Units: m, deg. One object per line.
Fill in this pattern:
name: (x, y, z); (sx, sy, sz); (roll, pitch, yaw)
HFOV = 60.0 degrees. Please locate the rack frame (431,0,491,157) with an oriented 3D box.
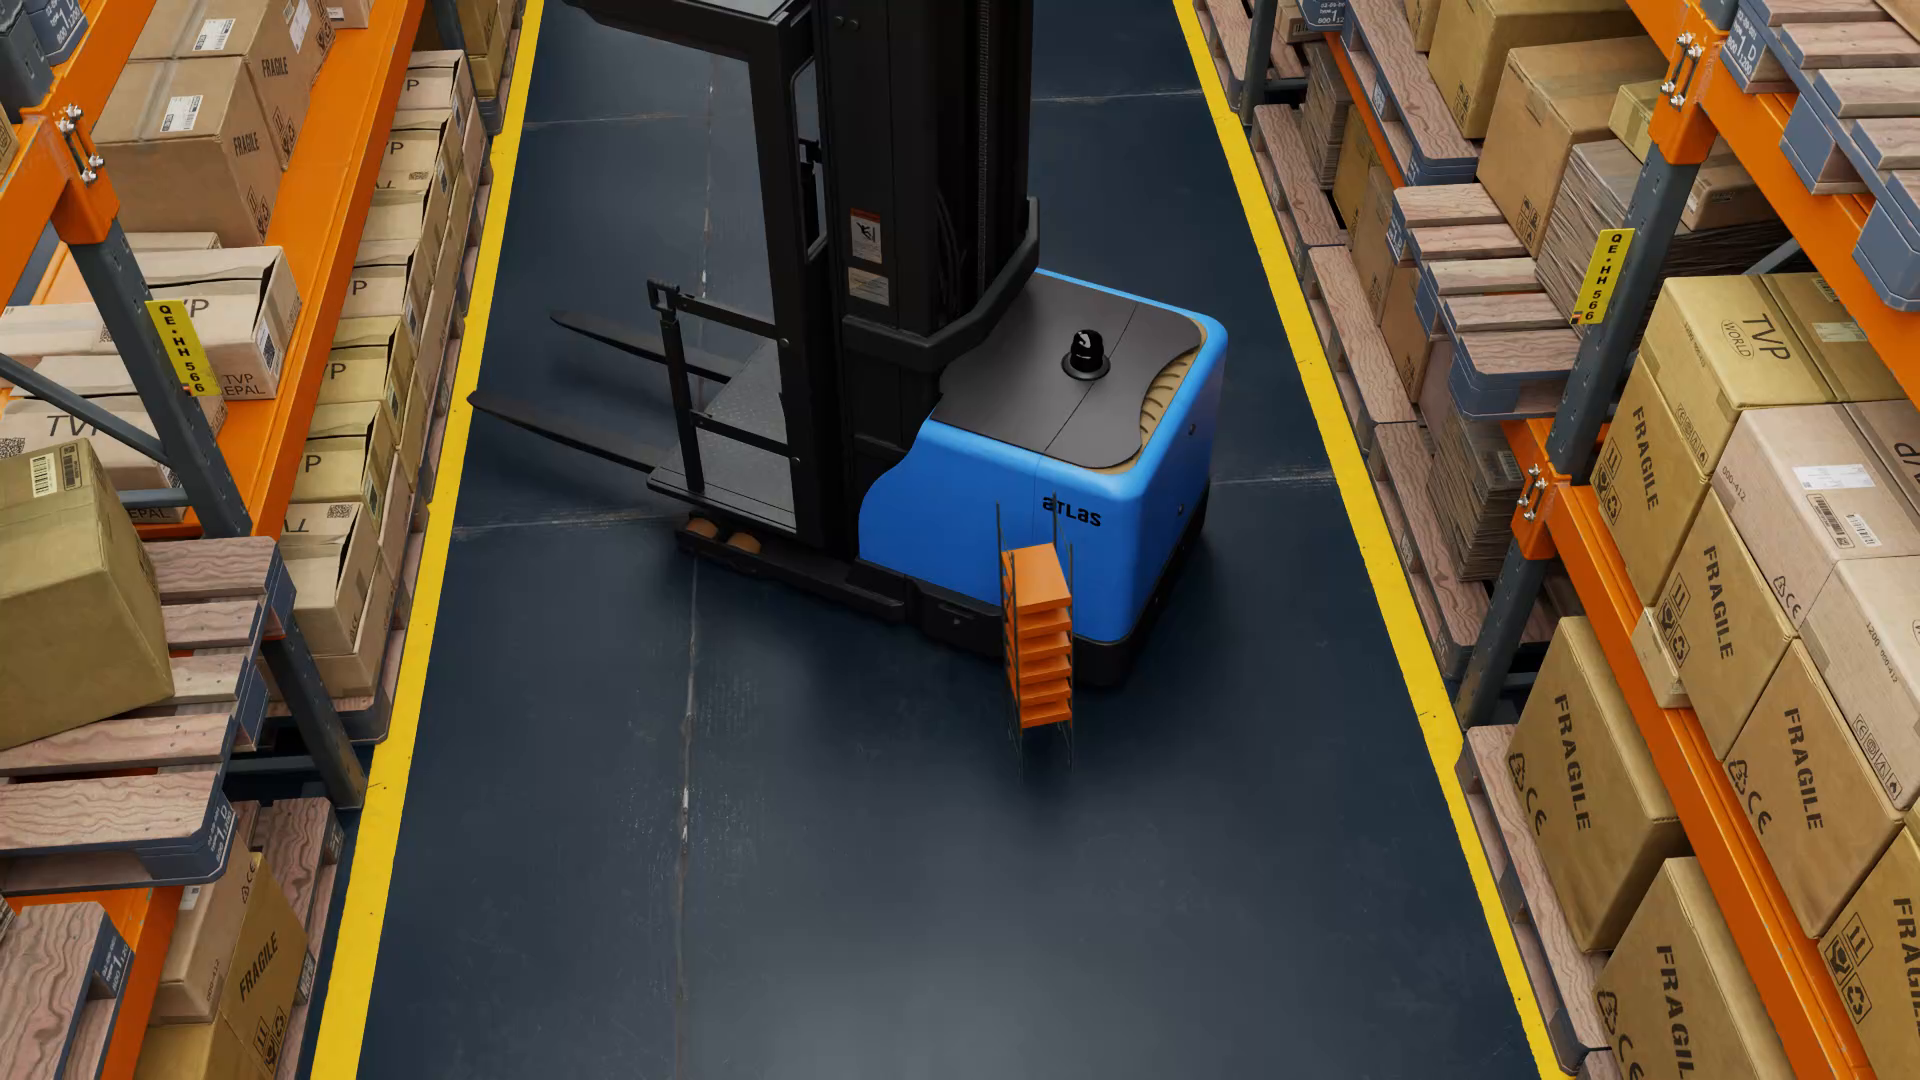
rack frame: (-2.940, -2.990, 7.516); (1.000, 3.000, 0.127); (-3, 47, -3)

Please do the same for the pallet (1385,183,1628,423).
pallet: (2.165, -0.843, 5.615); (1.213, 0.211, 1.003); (-3, 47, -3)

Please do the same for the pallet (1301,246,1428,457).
pallet: (2.168, -0.887, 7.445); (1.003, 0.211, 1.213); (-3, 47, -3)

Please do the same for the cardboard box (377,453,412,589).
cardboard box: (-2.399, -0.055, 6.341); (0.500, 0.250, 0.500); (-5, 47, -4)

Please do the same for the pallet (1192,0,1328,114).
pallet: (1.904, -2.819, 9.274); (1.003, 0.211, 1.213); (-3, 47, -3)

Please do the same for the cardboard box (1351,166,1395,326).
cardboard box: (2.170, -1.312, 7.345); (0.700, 0.500, 0.500); (-3, 47, -3)

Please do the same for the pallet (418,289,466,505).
pallet: (-2.734, -0.616, 7.188); (1.003, 0.211, 1.213); (-3, 47, -3)

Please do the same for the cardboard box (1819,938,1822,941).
cardboard box: (2.263, 0.861, 4.028); (0.380, 0.149, 0.250); (-3, 47, -3)

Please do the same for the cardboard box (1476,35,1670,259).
cardboard box: (2.208, -1.328, 5.570); (0.700, 0.500, 0.500); (-7, 47, -7)

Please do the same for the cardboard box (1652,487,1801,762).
cardboard box: (2.151, 0.203, 4.204); (0.500, 0.500, 0.500); (-2, 47, -2)

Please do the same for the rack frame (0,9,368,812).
rack frame: (-2.605, -0.096, 4.775); (1.000, 3.000, 0.127); (-3, 47, -3)

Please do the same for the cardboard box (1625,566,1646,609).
cardboard box: (2.140, 0.115, 4.735); (0.380, 0.149, 0.250); (-3, 47, -3)

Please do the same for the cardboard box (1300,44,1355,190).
cardboard box: (2.074, -2.054, 8.048); (0.700, 0.500, 0.500); (-2, 47, -2)

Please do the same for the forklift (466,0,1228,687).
forklift: (-0.571, -1.202, 5.869); (3.031, 2.935, 1.130); (19, 49, 17)

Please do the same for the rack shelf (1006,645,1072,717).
rack shelf: (0.267, 0.465, 5.703); (0.180, 0.103, 0.258); (-10, 47, -6)

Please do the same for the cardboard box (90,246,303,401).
cardboard box: (-2.487, -0.724, 5.431); (0.500, 0.311, 0.500); (-4, 47, -4)

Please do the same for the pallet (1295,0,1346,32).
pallet: (1.915, -2.666, 7.341); (1.003, 0.211, 1.213); (-3, 47, -3)

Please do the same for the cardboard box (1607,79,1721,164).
cardboard box: (2.230, -1.288, 5.085); (0.380, 0.149, 0.250); (-11, 47, -10)

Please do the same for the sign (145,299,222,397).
sign: (-2.065, -0.507, 4.421); (0.100, 0.325, 0.005); (-3, 47, -3)

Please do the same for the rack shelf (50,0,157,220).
rack shelf: (-2.773, -2.327, 5.318); (1.077, 0.370, 4.000); (-3, 47, -3)

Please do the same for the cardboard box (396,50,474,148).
cardboard box: (-2.621, -2.106, 7.897); (0.500, 0.311, 0.500); (-3, 47, -3)

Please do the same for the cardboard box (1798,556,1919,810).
cardboard box: (2.203, 0.293, 3.602); (0.500, 0.250, 0.500); (-3, 47, -3)

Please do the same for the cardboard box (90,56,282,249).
cardboard box: (-2.762, -1.343, 5.888); (0.500, 0.500, 0.500); (-6, 47, -5)

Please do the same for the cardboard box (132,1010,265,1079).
cardboard box: (-2.250, 1.649, 4.541); (0.500, 0.500, 0.500); (-5, 47, -5)

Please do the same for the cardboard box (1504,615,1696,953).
cardboard box: (2.261, 0.735, 5.179); (0.750, 0.750, 0.750); (-4, 47, -4)

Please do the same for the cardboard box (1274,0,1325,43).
cardboard box: (1.921, -2.856, 9.037); (0.380, 0.166, 0.250); (-9, 47, -8)

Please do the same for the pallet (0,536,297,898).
pallet: (-2.479, 0.456, 4.384); (1.213, 0.211, 1.003); (-3, 47, -3)

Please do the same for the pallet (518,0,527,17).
pallet: (-3.070, -3.494, 9.914); (1.003, 0.211, 1.213); (-3, 47, -3)

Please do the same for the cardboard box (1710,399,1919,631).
cardboard box: (2.158, -0.068, 3.945); (0.500, 0.250, 0.500); (-4, 47, -4)

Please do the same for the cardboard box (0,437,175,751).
cardboard box: (-2.440, 0.174, 4.161); (0.700, 0.500, 0.500); (-18, 49, -16)

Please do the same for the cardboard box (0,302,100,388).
cardboard box: (-2.956, -0.644, 5.467); (0.380, 0.149, 0.250); (-3, 47, -3)

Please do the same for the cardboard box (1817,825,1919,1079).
cardboard box: (2.243, 0.938, 3.508); (0.500, 0.500, 0.500); (-2, 47, -2)

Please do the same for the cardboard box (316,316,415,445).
cardboard box: (-2.449, -0.633, 6.502); (0.500, 0.311, 0.500); (-5, 47, -4)

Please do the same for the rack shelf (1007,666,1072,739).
rack shelf: (0.273, 0.547, 5.791); (0.180, 0.103, 0.258); (-10, 47, -6)

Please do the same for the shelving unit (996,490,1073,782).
shelving unit: (0.259, 0.353, 5.583); (0.189, 1.200, 0.258); (-10, 47, -6)

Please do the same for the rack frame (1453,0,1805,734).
rack frame: (2.331, -0.400, 5.063); (1.000, 3.000, 0.127); (-3, 47, -3)

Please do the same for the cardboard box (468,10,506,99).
cardboard box: (-2.677, -2.543, 8.697); (0.500, 0.250, 0.500); (-3, 47, -3)

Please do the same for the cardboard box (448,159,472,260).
cardboard box: (-2.576, -1.541, 7.748); (0.500, 0.250, 0.500); (-4, 47, -4)

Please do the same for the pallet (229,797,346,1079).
pallet: (-2.581, 1.405, 5.274); (1.003, 0.211, 1.213); (-3, 47, -3)

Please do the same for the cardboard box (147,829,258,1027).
cardboard box: (-2.284, 1.057, 4.585); (0.500, 0.250, 0.500); (-2, 47, -2)

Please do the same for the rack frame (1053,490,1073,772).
rack frame: (0.348, 0.337, 5.592); (0.006, 1.200, 0.240); (-10, 47, -6)

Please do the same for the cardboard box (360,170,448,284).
cardboard box: (-2.531, -1.369, 7.199); (0.500, 0.311, 0.500); (-4, 47, -3)

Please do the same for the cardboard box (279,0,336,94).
cardboard box: (-2.848, -2.087, 6.591); (0.500, 0.500, 0.500); (0, 47, 0)

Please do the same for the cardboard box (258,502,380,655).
cardboard box: (-2.357, 0.115, 5.793); (0.500, 0.311, 0.500); (-2, 47, -2)

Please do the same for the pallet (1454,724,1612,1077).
pallet: (2.322, 1.134, 5.531); (1.003, 0.211, 1.213); (-3, 47, -3)

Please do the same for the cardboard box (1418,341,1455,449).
cardboard box: (2.291, -0.589, 6.661); (0.700, 0.500, 0.500); (-4, 47, -3)

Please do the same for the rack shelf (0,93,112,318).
rack shelf: (-2.438, 0.567, 2.577); (1.077, 0.370, 4.000); (-3, 47, -3)

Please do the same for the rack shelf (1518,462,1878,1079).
rack shelf: (2.498, 1.295, 3.954); (1.077, 0.370, 4.000); (-3, 47, -3)

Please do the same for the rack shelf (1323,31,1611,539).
rack shelf: (2.163, -1.600, 6.694); (1.077, 0.370, 4.000); (-3, 47, -3)

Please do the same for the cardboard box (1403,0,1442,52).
cardboard box: (2.130, -2.230, 6.424); (0.700, 0.500, 0.500); (2, 47, 2)

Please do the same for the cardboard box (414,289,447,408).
cardboard box: (-2.492, -0.802, 7.048); (0.500, 0.250, 0.500); (-3, 47, -2)

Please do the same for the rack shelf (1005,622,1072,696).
rack shelf: (0.261, 0.384, 5.616); (0.180, 0.103, 0.258); (-10, 47, -6)
